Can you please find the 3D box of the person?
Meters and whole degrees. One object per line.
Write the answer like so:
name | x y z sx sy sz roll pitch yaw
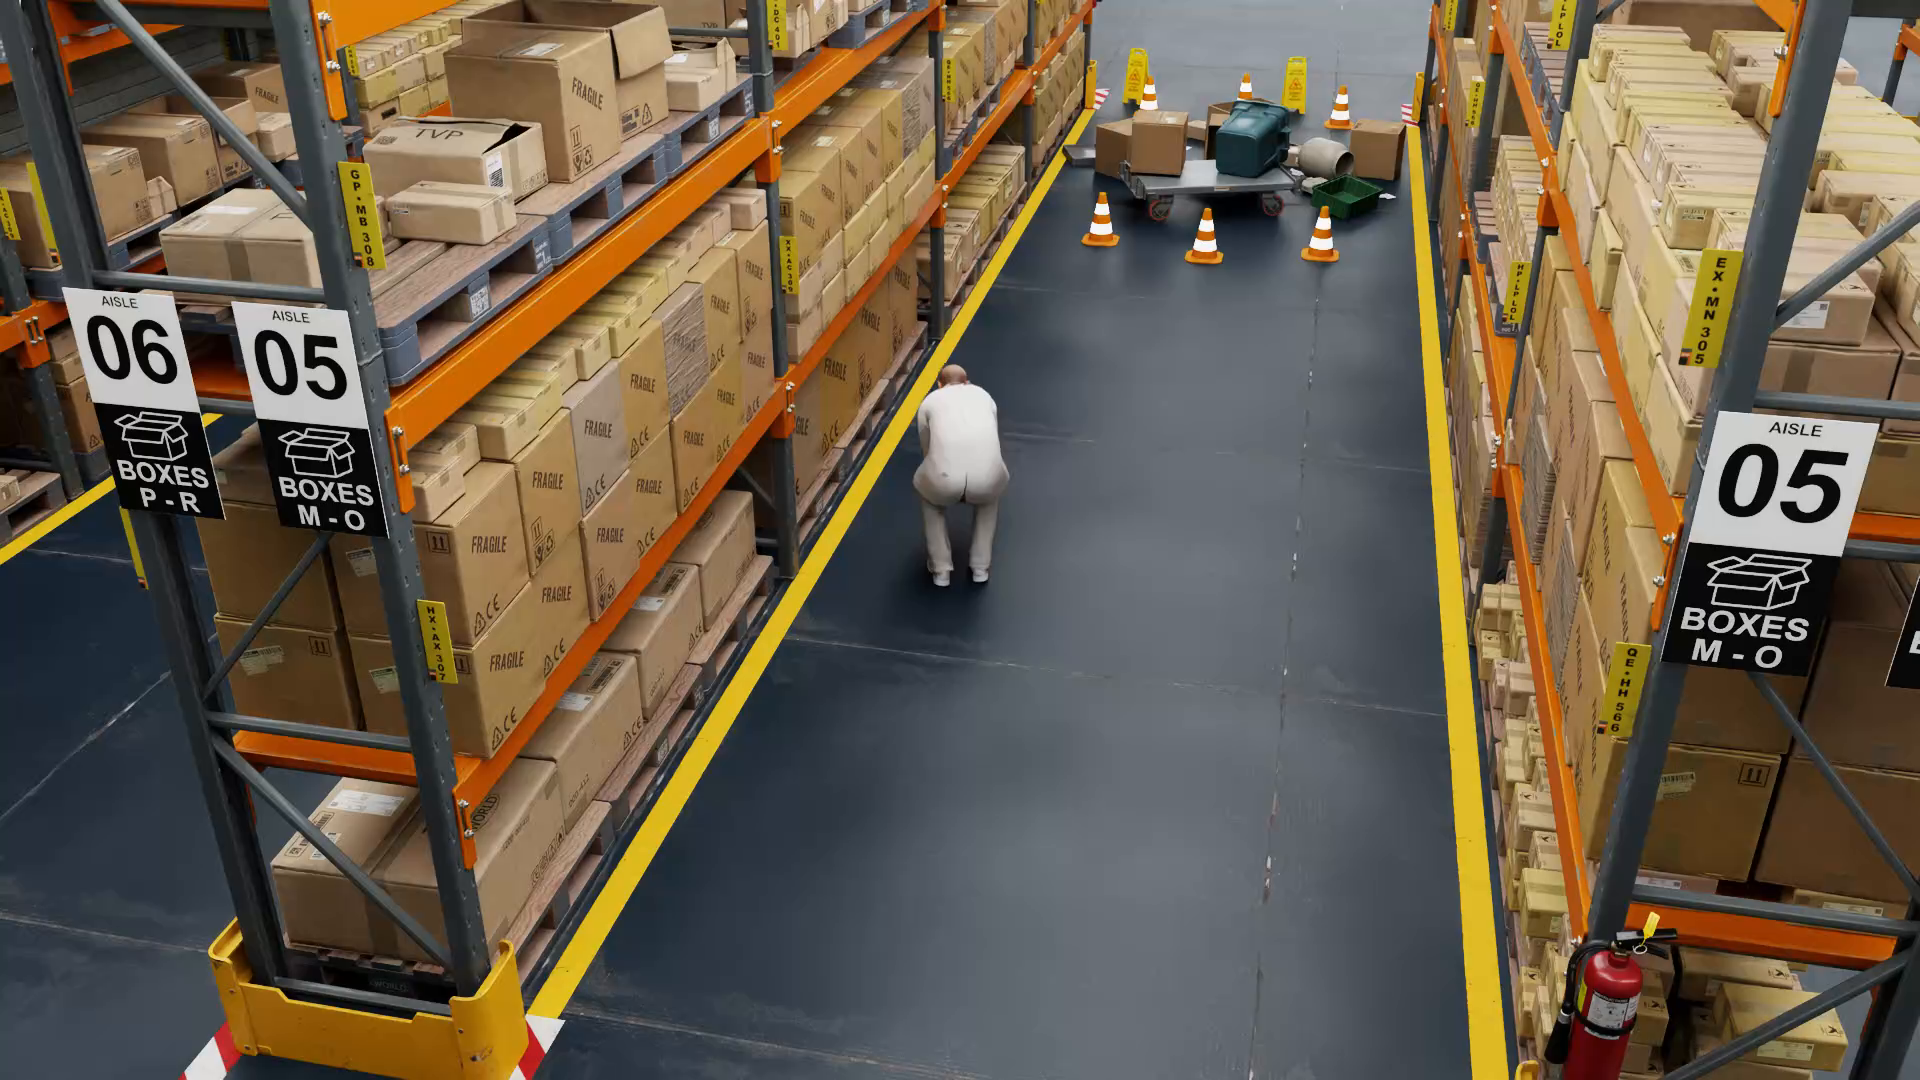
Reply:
person | -0.004 -0.380 10.010 0.581 1.142 0.936 -2 28 -4
